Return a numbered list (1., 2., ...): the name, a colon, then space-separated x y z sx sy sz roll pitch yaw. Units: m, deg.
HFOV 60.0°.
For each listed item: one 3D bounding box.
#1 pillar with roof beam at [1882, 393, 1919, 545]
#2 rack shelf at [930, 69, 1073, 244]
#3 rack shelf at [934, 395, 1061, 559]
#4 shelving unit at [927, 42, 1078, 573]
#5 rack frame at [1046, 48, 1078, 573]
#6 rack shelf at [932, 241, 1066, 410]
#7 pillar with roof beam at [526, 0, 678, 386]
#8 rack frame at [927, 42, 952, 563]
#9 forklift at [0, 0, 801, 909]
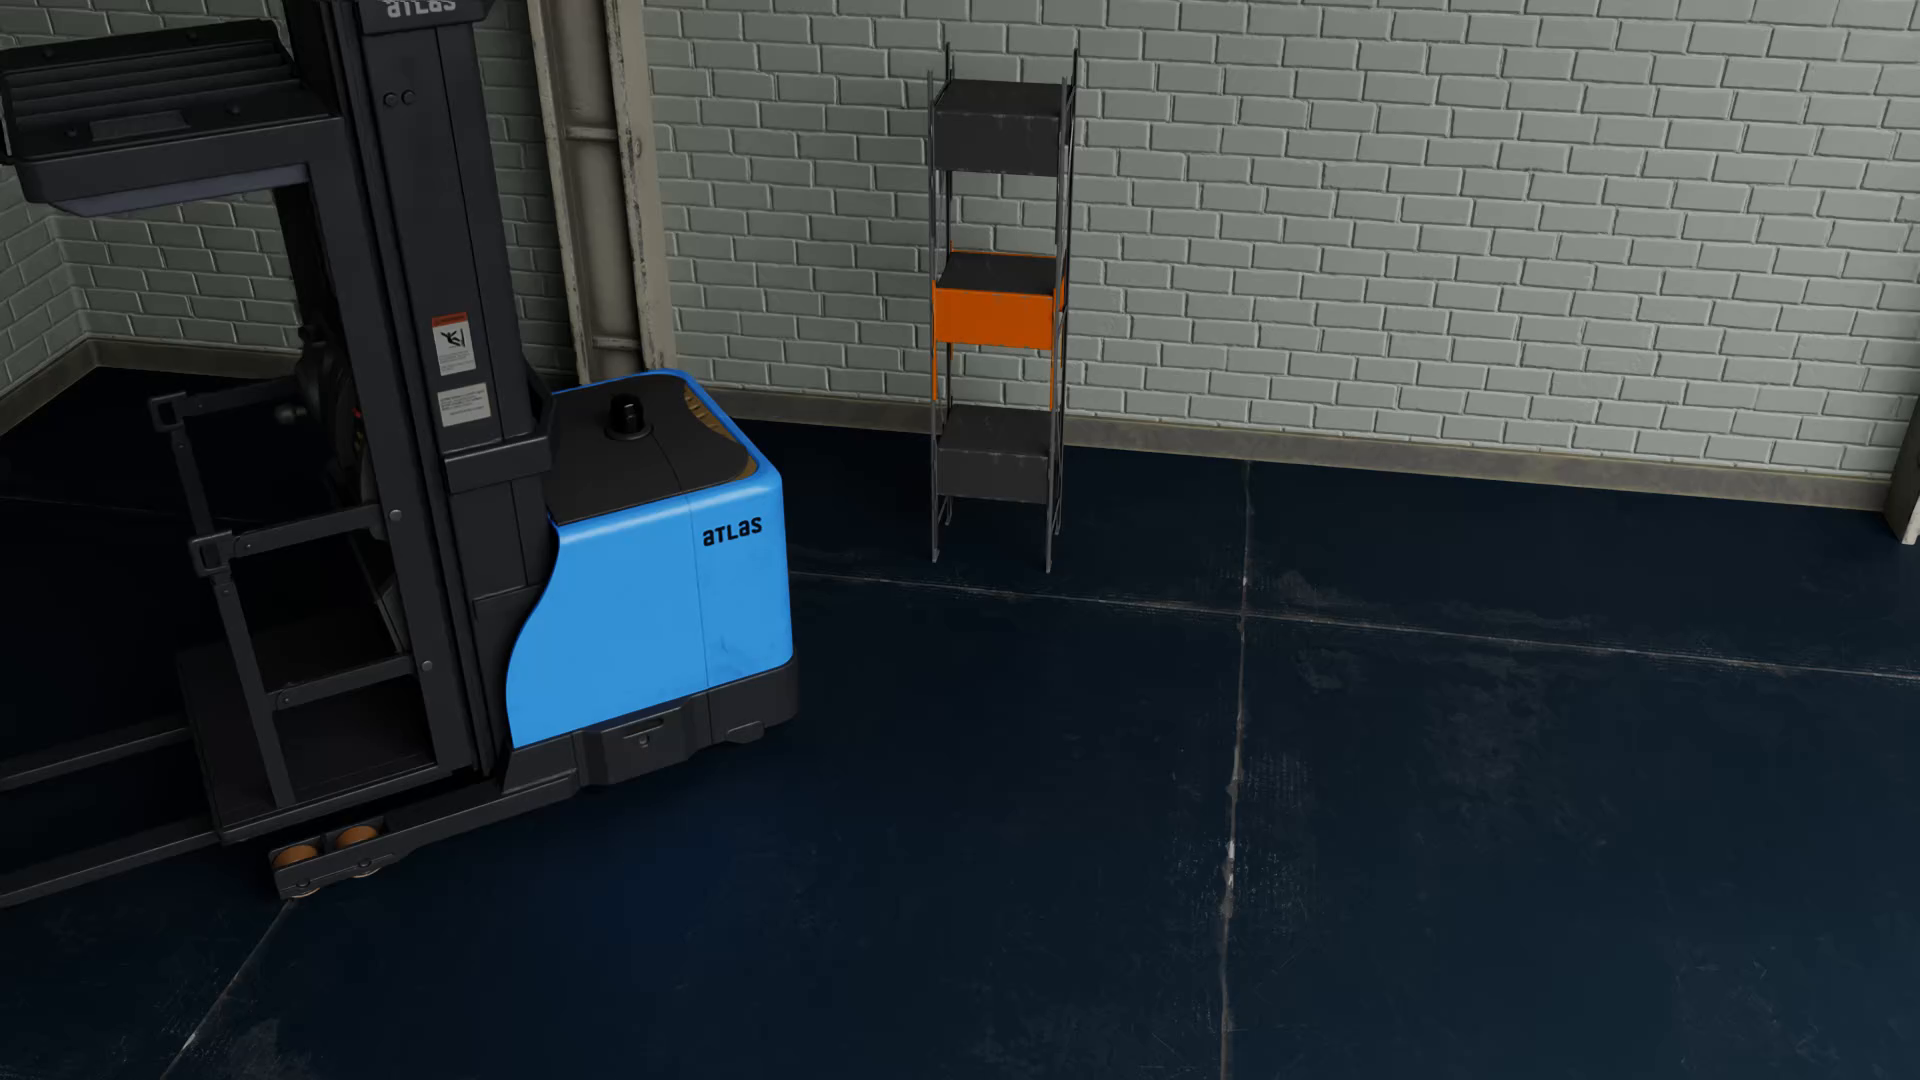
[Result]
1. pillar with roof beam: 3.585 -1.611 1.342 0.400 9.000 9.100 5 32 8
2. rack shelf: 0.163 -1.457 6.305 0.480 0.518 0.431 5 32 8
3. rack shelf: 0.163 -0.270 7.048 0.480 0.518 0.431 5 32 8
4. shelving unit: 0.163 -0.875 6.669 0.503 2.100 0.431 5 32 8
5. rack frame: 0.404 -0.853 6.634 0.015 2.100 0.400 5 32 8
6. rack shelf: 0.163 -0.864 6.677 0.480 0.518 0.431 5 32 8
7. pillar with roof beam: -2.329 -2.146 2.197 0.400 9.000 9.100 5 32 8
8. rack frame: -0.077 -0.897 6.704 0.015 2.100 0.400 5 32 8
9. forklift: -2.131 -0.404 5.133 3.031 2.935 1.130 -16 35 -24
